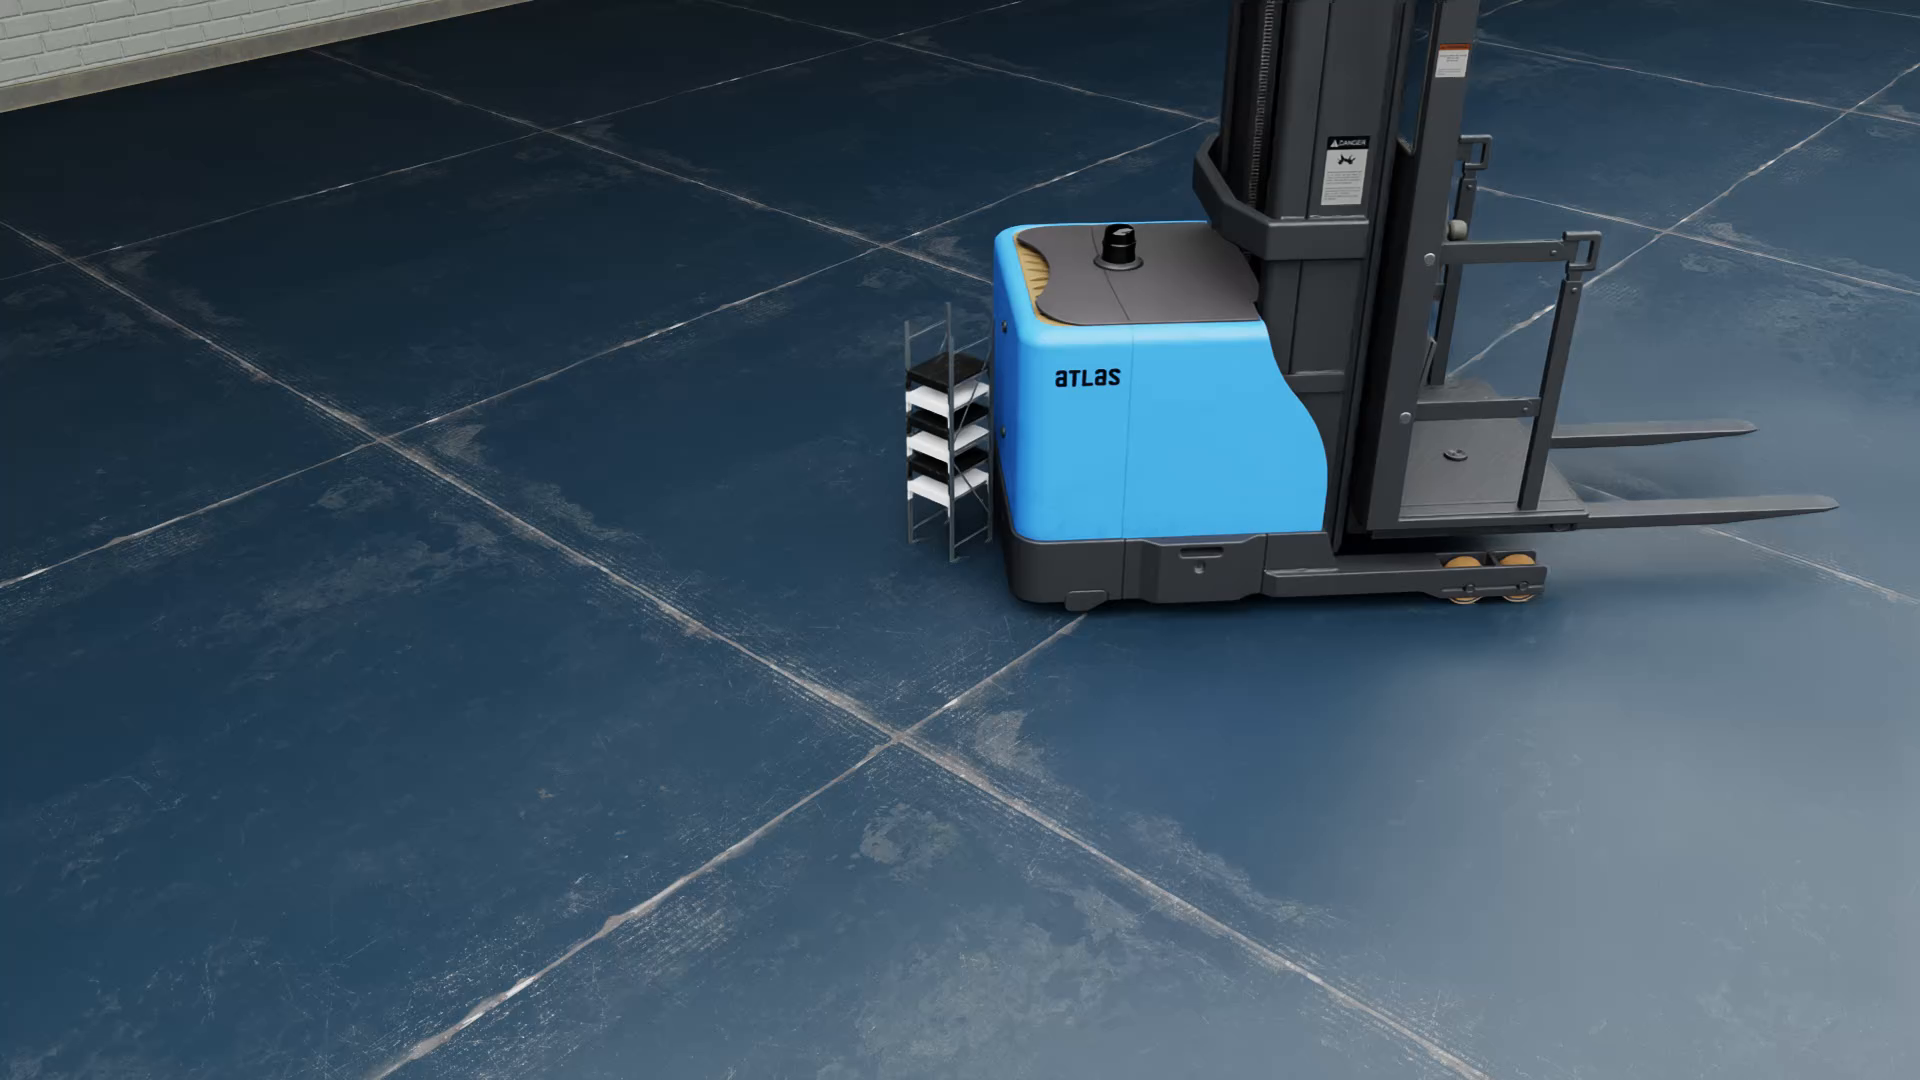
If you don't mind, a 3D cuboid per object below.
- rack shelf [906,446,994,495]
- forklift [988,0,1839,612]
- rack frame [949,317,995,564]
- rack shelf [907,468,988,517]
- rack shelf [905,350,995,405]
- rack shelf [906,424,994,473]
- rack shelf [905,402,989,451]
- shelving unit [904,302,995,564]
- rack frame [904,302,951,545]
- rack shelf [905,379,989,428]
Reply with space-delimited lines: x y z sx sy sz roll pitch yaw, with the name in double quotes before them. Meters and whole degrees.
"rack shelf" -0.036 -0.274 6.072 0.200 0.077 0.258 24 38 34
"forklift" 1.653 -1.300 5.568 3.031 2.935 1.130 -2 31 -4
"rack frame" 0.041 -0.345 5.951 0.006 0.900 0.240 24 38 34
"rack shelf" -0.036 -0.197 6.118 0.200 0.077 0.258 24 38 34
"rack shelf" -0.036 -0.582 5.886 0.200 0.077 0.258 24 38 34
"rack shelf" -0.036 -0.351 6.025 0.200 0.077 0.258 24 38 34
"rack shelf" -0.036 -0.428 5.979 0.200 0.077 0.258 24 38 34
"shelving unit" -0.036 -0.380 6.008 0.210 0.900 0.258 24 38 34
"rack frame" -0.113 -0.414 6.065 0.006 0.900 0.240 24 38 34
"rack shelf" -0.036 -0.505 5.932 0.200 0.077 0.258 24 38 34
